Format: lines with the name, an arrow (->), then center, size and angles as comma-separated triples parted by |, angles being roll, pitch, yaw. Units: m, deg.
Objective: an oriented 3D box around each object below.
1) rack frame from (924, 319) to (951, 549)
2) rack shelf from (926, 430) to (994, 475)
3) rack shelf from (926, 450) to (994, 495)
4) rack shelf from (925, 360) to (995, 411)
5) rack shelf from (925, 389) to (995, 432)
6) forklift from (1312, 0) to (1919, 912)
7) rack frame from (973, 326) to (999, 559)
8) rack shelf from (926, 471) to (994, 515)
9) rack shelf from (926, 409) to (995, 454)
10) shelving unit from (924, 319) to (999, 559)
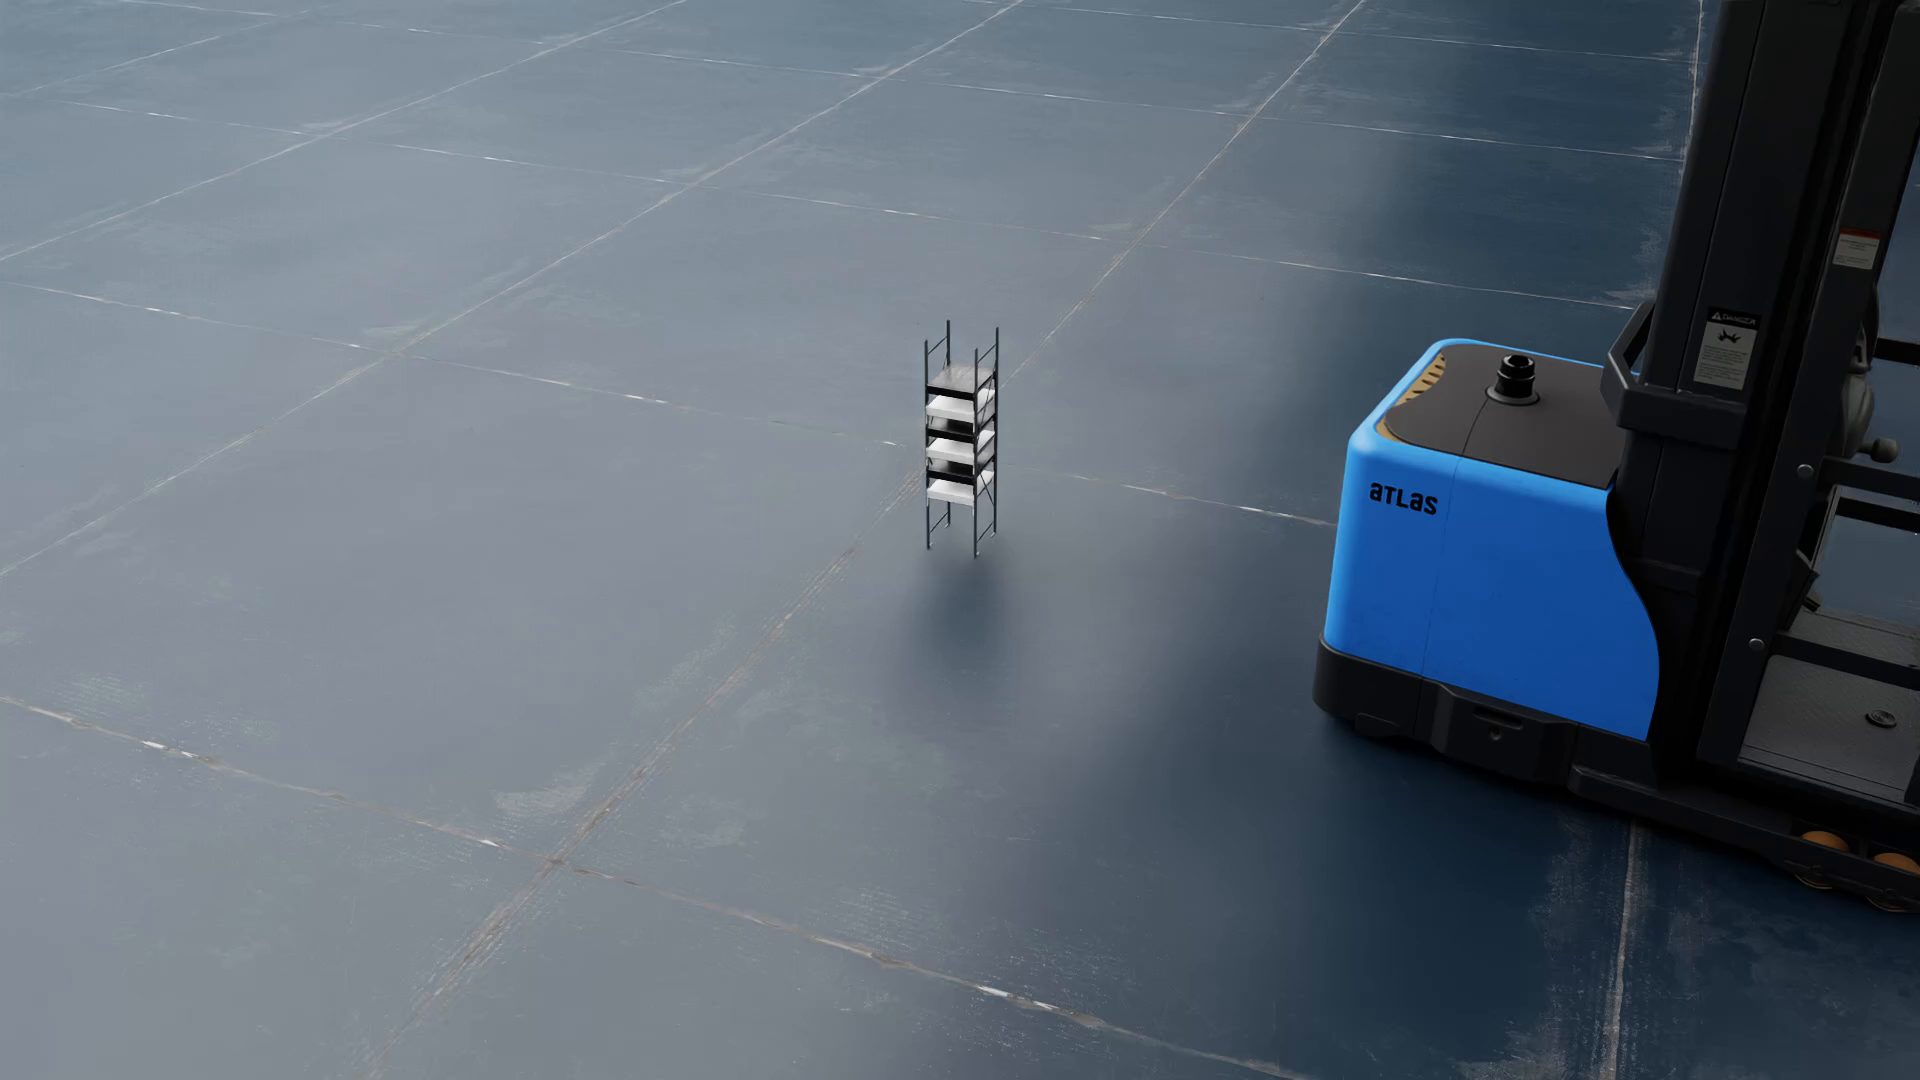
rack frame -> -0.087, -0.409, 6.559 | 0.006, 0.900, 0.240 | 11, 31, 19
rack shelf -> 0.008, -0.361, 6.542 | 0.200, 0.077, 0.258 | 11, 31, 19
rack shelf -> 0.008, -0.283, 6.587 | 0.200, 0.077, 0.258 | 11, 31, 19
rack shelf -> 0.008, -0.596, 6.409 | 0.200, 0.077, 0.258 | 11, 31, 19
rack shelf -> 0.008, -0.518, 6.454 | 0.200, 0.077, 0.258 | 11, 31, 19
forklift -> 2.727, -0.495, 4.647 | 3.031, 2.935, 1.130 | 16, 33, 26
rack frame -> 0.102, -0.371, 6.493 | 0.006, 0.900, 0.240 | 11, 31, 19
rack shelf -> 0.008, -0.205, 6.631 | 0.200, 0.077, 0.258 | 11, 31, 19
rack shelf -> 0.008, -0.440, 6.498 | 0.200, 0.077, 0.258 | 11, 31, 19
shelving unit -> 0.008, -0.390, 6.526 | 0.210, 0.900, 0.258 | 11, 31, 19
